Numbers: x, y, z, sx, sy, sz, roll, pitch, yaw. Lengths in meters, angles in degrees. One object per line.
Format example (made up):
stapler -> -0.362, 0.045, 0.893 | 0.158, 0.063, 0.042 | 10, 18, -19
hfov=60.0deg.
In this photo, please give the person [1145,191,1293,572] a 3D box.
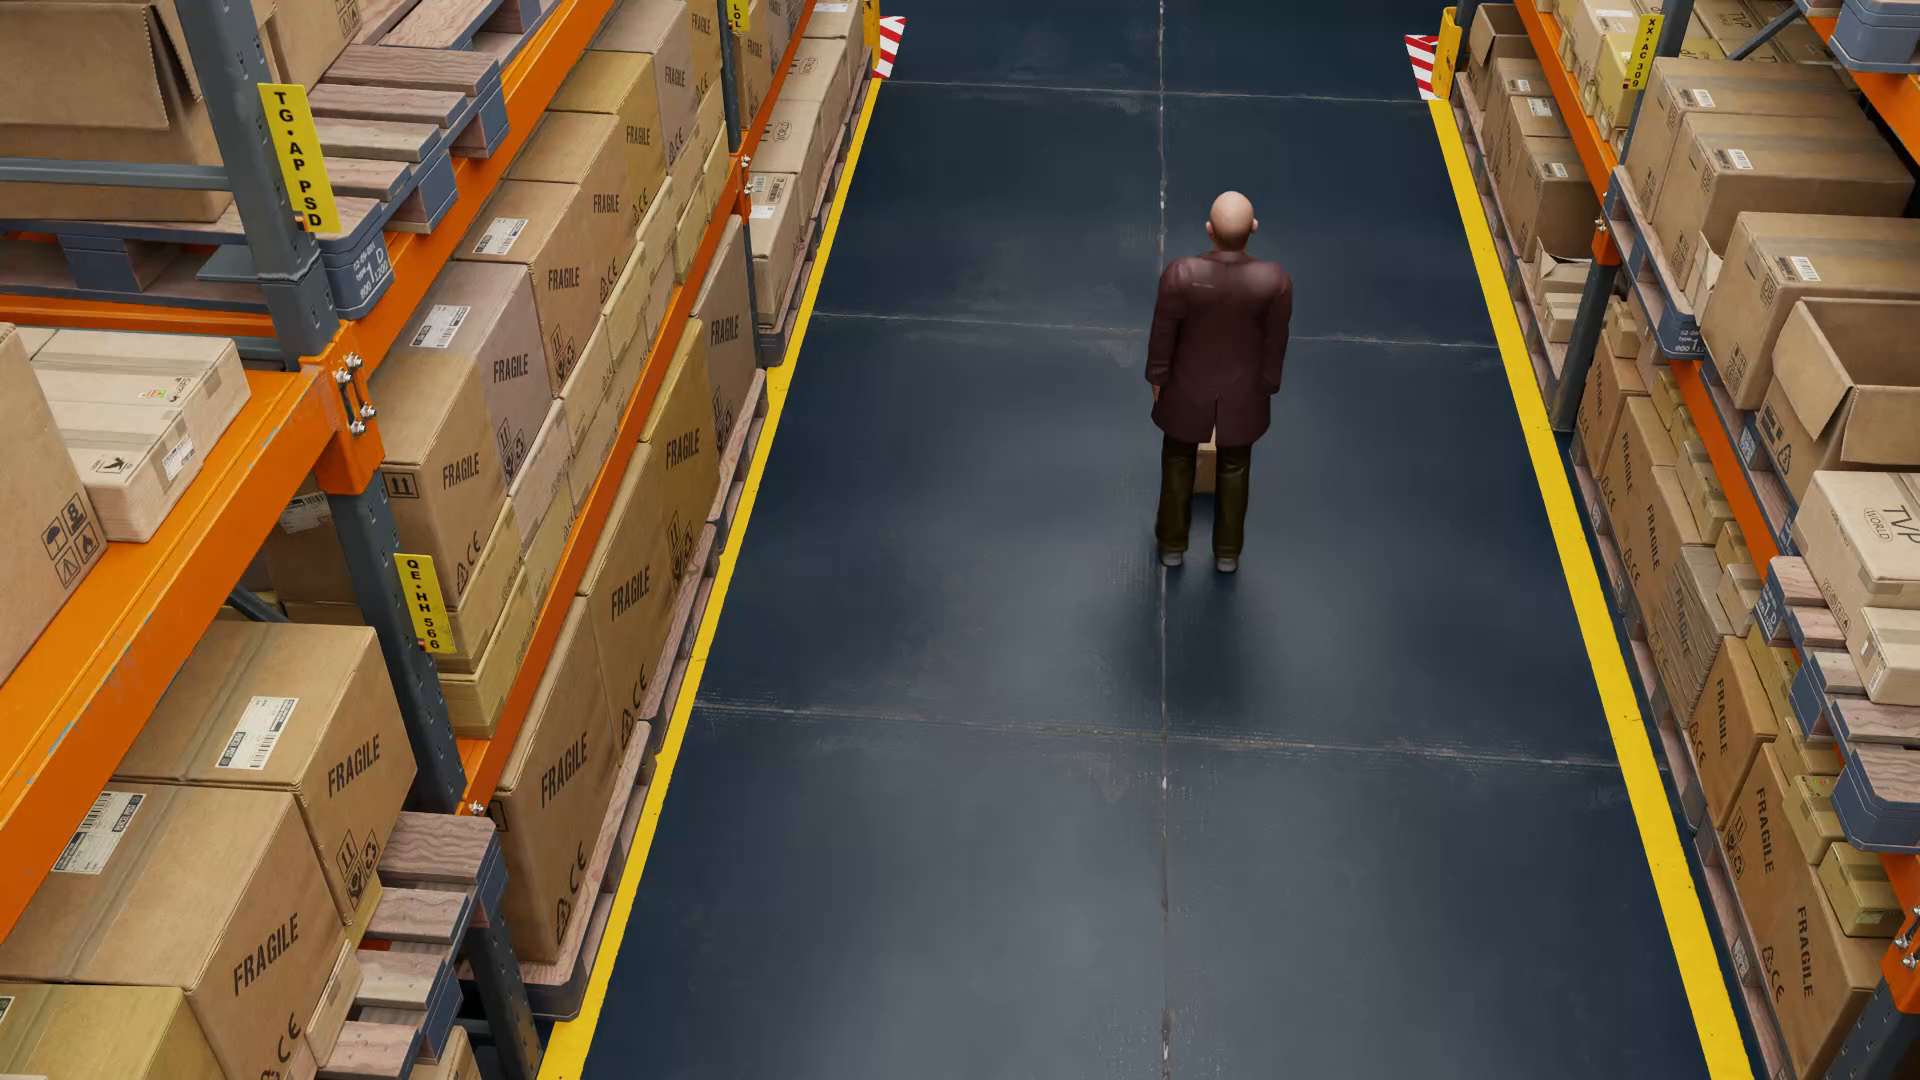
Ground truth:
person -> 1.055, -0.662, 6.973 | 0.562, 1.776, 0.390 | 4, 40, 5
